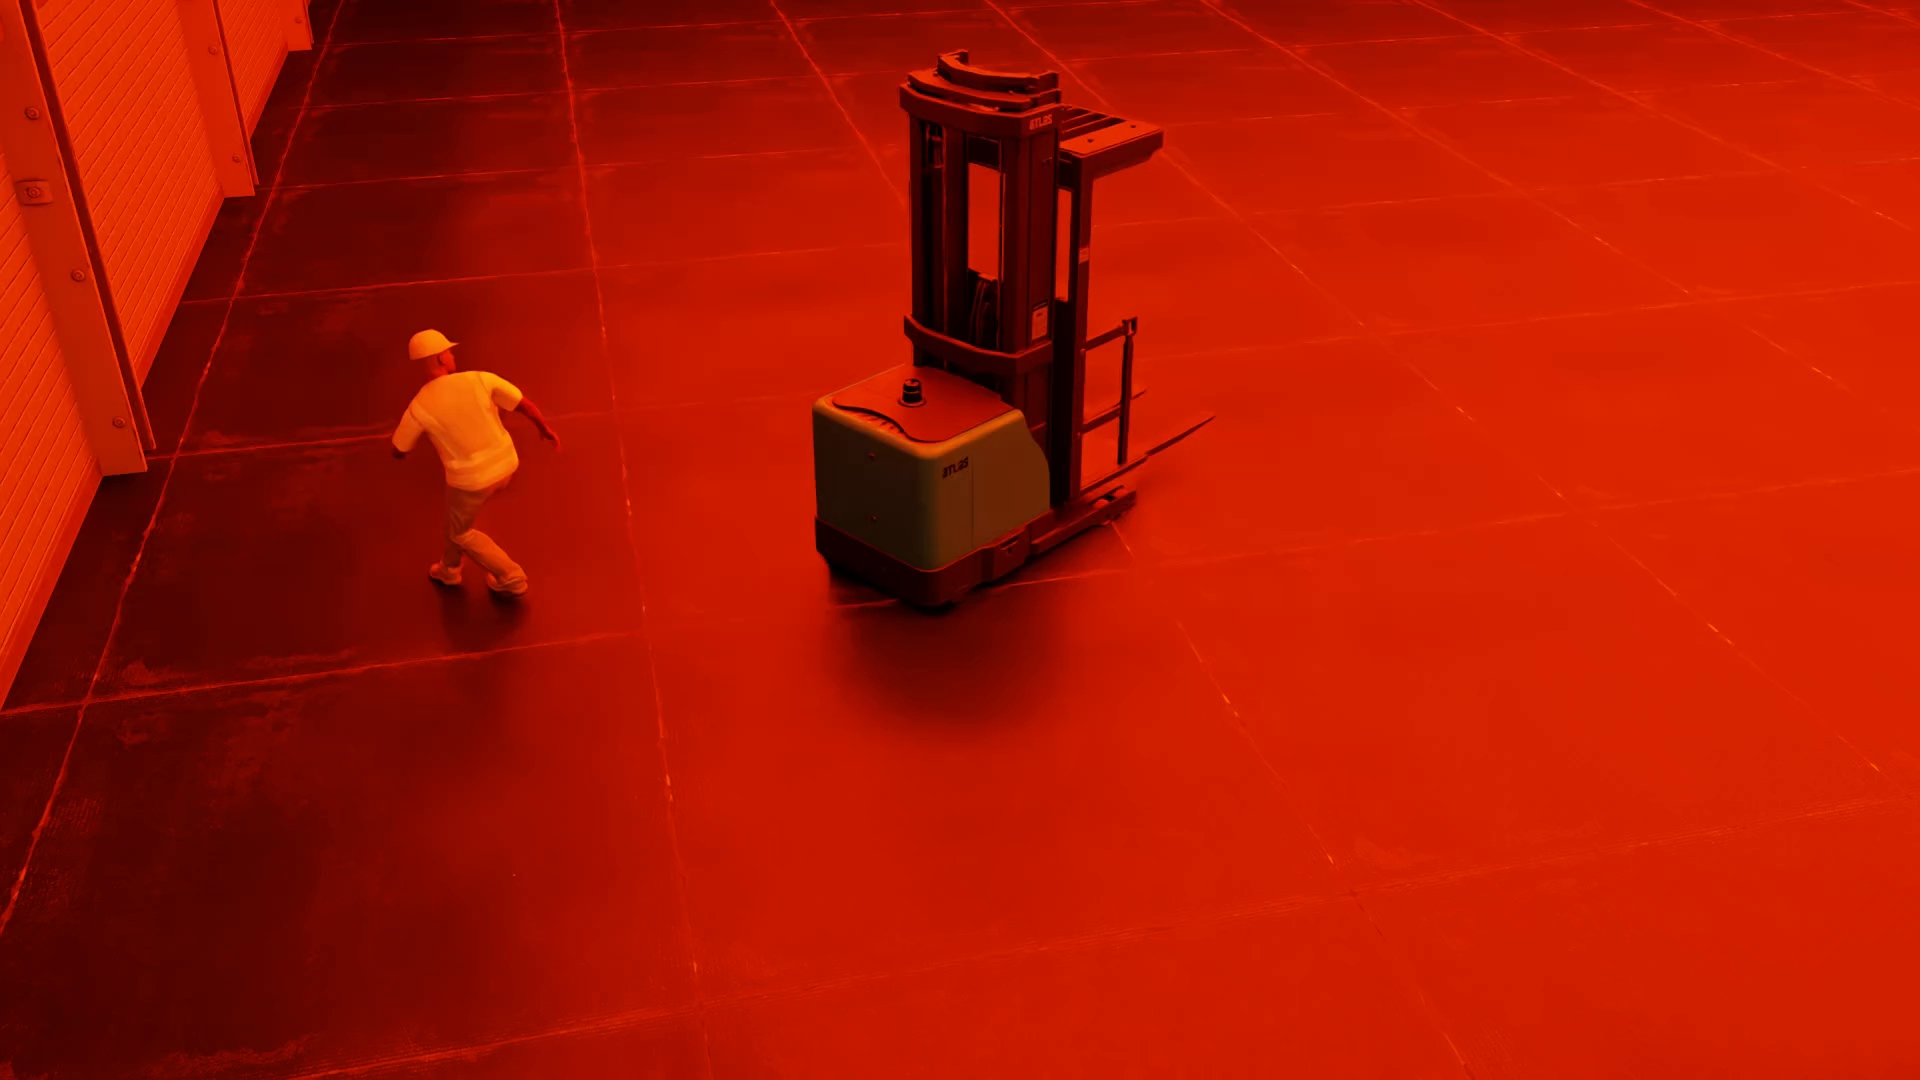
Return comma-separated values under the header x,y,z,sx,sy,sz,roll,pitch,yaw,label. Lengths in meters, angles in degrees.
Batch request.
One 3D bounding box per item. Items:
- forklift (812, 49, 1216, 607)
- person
x,y,z,sx,sy,sz,roll,pitch,yaw,label
0.497,-1.523,10.205,1.130,2.935,3.031,26,39,37,forklift
-2.853,-0.485,9.673,0.831,1.639,0.850,23,37,34,person
